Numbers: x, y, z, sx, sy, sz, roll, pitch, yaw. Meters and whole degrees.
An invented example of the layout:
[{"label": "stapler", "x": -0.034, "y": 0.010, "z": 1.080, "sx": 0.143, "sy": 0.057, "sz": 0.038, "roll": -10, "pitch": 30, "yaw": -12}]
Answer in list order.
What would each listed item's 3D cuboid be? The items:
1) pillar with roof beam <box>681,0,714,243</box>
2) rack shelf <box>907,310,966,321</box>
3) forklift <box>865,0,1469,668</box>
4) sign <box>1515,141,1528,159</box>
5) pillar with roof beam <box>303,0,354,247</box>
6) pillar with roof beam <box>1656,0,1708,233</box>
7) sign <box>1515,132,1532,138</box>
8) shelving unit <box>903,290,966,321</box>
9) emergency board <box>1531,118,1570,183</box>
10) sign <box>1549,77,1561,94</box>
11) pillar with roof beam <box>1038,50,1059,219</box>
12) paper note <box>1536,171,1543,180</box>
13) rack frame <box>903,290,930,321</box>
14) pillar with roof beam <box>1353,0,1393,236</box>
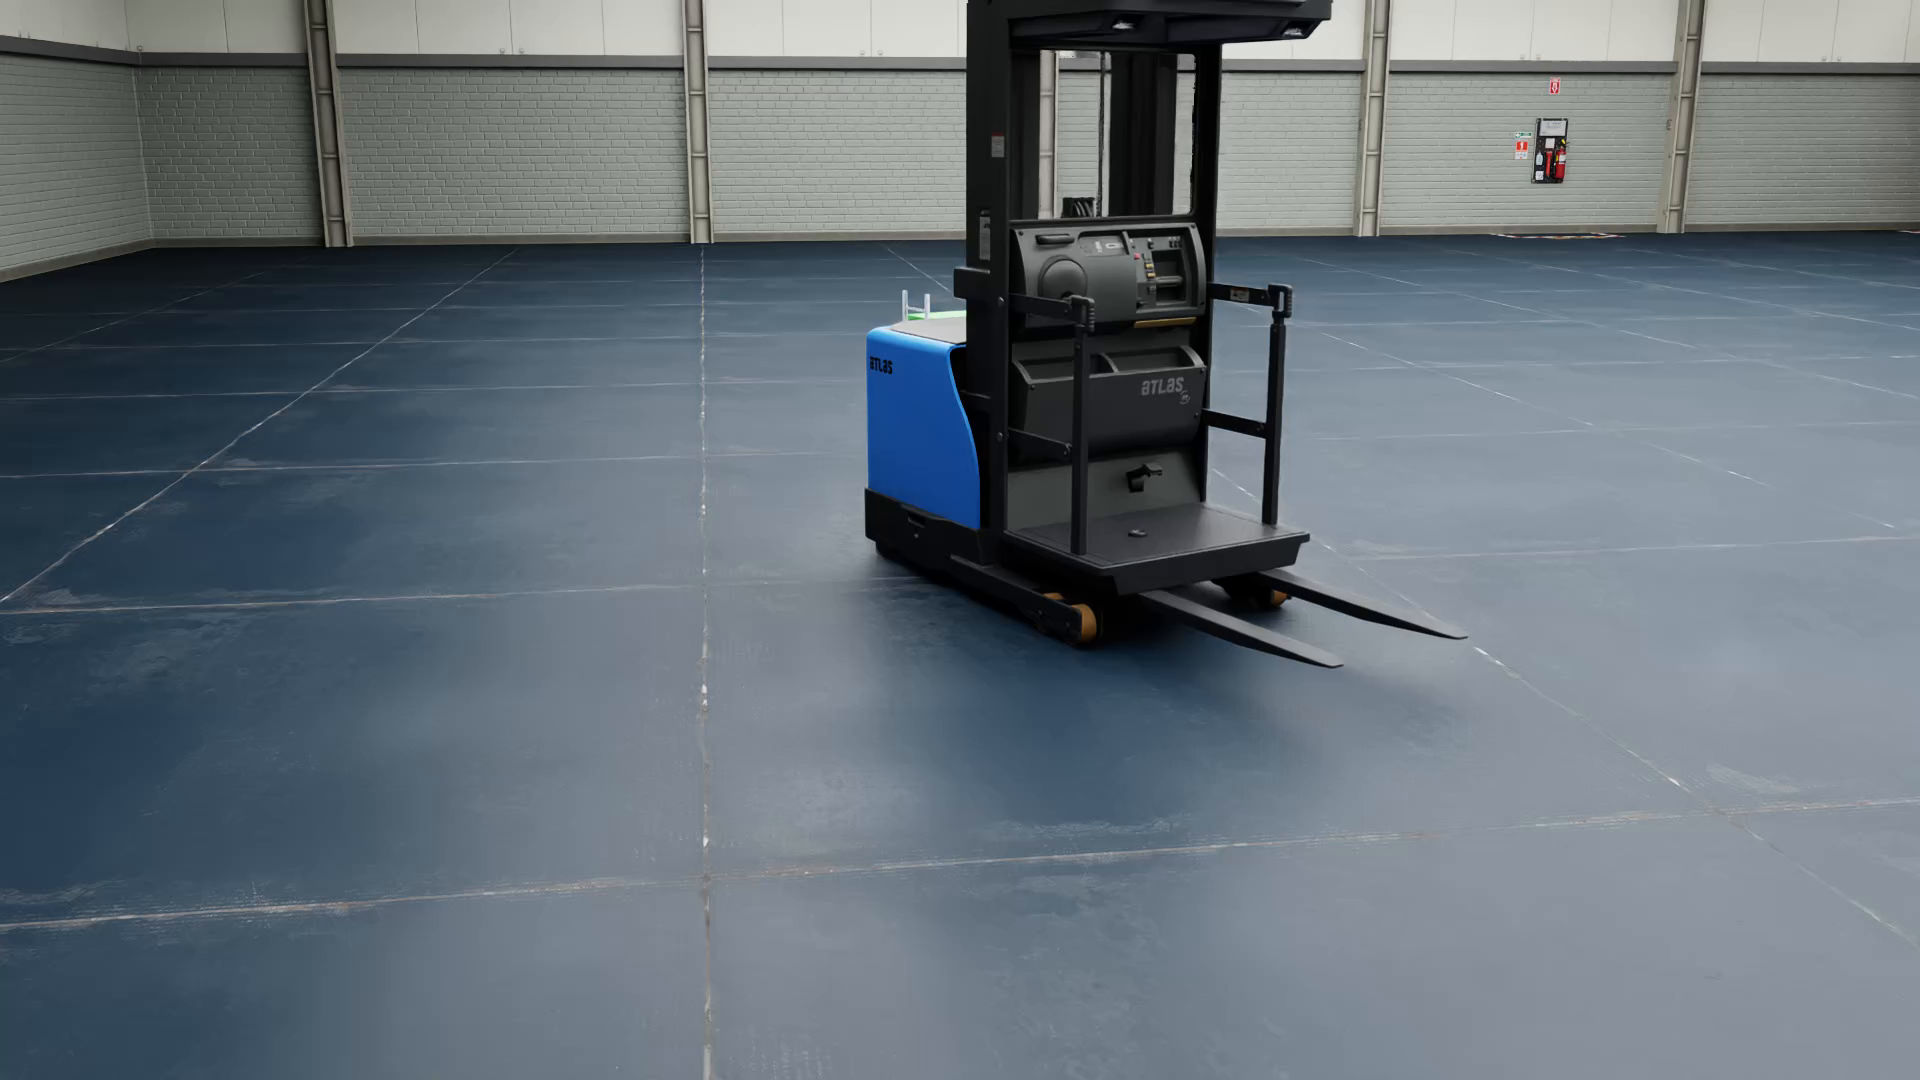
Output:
[{"label": "pillar with roof beam", "x": -3.803, "y": -8.462, "z": 23.465, "sx": 0.400, "sy": 9.000, "sz": 9.100, "roll": -2, "pitch": 14, "yaw": -8}, {"label": "rack shelf", "x": -0.007, "y": -1.060, "z": 8.273, "sx": 0.480, "sy": 0.148, "sz": 0.258, "roll": -9, "pitch": 16, "yaw": -31}, {"label": "forklift", "x": 0.745, "y": -1.134, "z": 6.719, "sx": 1.130, "sy": 2.935, "sz": 3.031, "roll": -9, "pitch": 16, "yaw": -31}, {"label": "sign", "x": 10.344, "y": -7.182, "z": 30.619, "sx": 0.234, "sy": 0.329, "sz": 0.001, "roll": -2, "pitch": 14, "yaw": -8}, {"label": "pillar with roof beam", "x": -9.736, "y": -8.245, "z": 22.598, "sx": 0.400, "sy": 9.000, "sz": 9.100, "roll": -2, "pitch": 14, "yaw": -8}, {"label": "pillar with roof beam", "x": 13.997, "y": -9.114, "z": 26.066, "sx": 0.400, "sy": 9.000, "sz": 9.100, "roll": -2, "pitch": 14, "yaw": -8}, {"label": "sign", "x": 10.350, "y": -7.437, "z": 30.547, "sx": 0.331, "sy": 0.109, "sz": 0.001, "roll": -2, "pitch": 14, "yaw": -8}, {"label": "shelving unit", "x": -0.007, "y": -0.657, "z": 8.374, "sx": 0.503, "sy": 1.200, "sz": 0.258, "roll": -9, "pitch": 16, "yaw": -31}, {"label": "emergency board", "x": 10.906, "y": -7.160, "z": 30.604, "sx": 0.643, "sy": 1.169, "sz": 0.194, "roll": -2, "pitch": 14, "yaw": -8}, {"label": "sign", "x": 10.883, "y": -8.308, "z": 30.417, "sx": 0.199, "sy": 0.298, "sz": 0.001, "roll": -2, "pitch": 14, "yaw": -8}, {"label": "pillar with roof beam", "x": 2.130, "y": -8.680, "z": 24.332, "sx": 0.400, "sy": 9.000, "sz": 9.100, "roll": -2, "pitch": 14, "yaw": -8}, {"label": "paper note", "x": 10.721, "y": -6.743, "z": 30.752, "sx": 0.142, "sy": 0.148, "sz": 0.016, "roll": -2, "pitch": 14, "yaw": -8}, {"label": "rack frame", "x": -0.215, "y": -0.626, "z": 8.250, "sx": 0.015, "sy": 1.200, "sz": 0.240, "roll": -9, "pitch": 16, "yaw": -31}, {"label": "pillar with roof beam", "x": 8.063, "y": -8.897, "z": 25.199, "sx": 0.400, "sy": 9.000, "sz": 9.100, "roll": -2, "pitch": 14, "yaw": -8}]
